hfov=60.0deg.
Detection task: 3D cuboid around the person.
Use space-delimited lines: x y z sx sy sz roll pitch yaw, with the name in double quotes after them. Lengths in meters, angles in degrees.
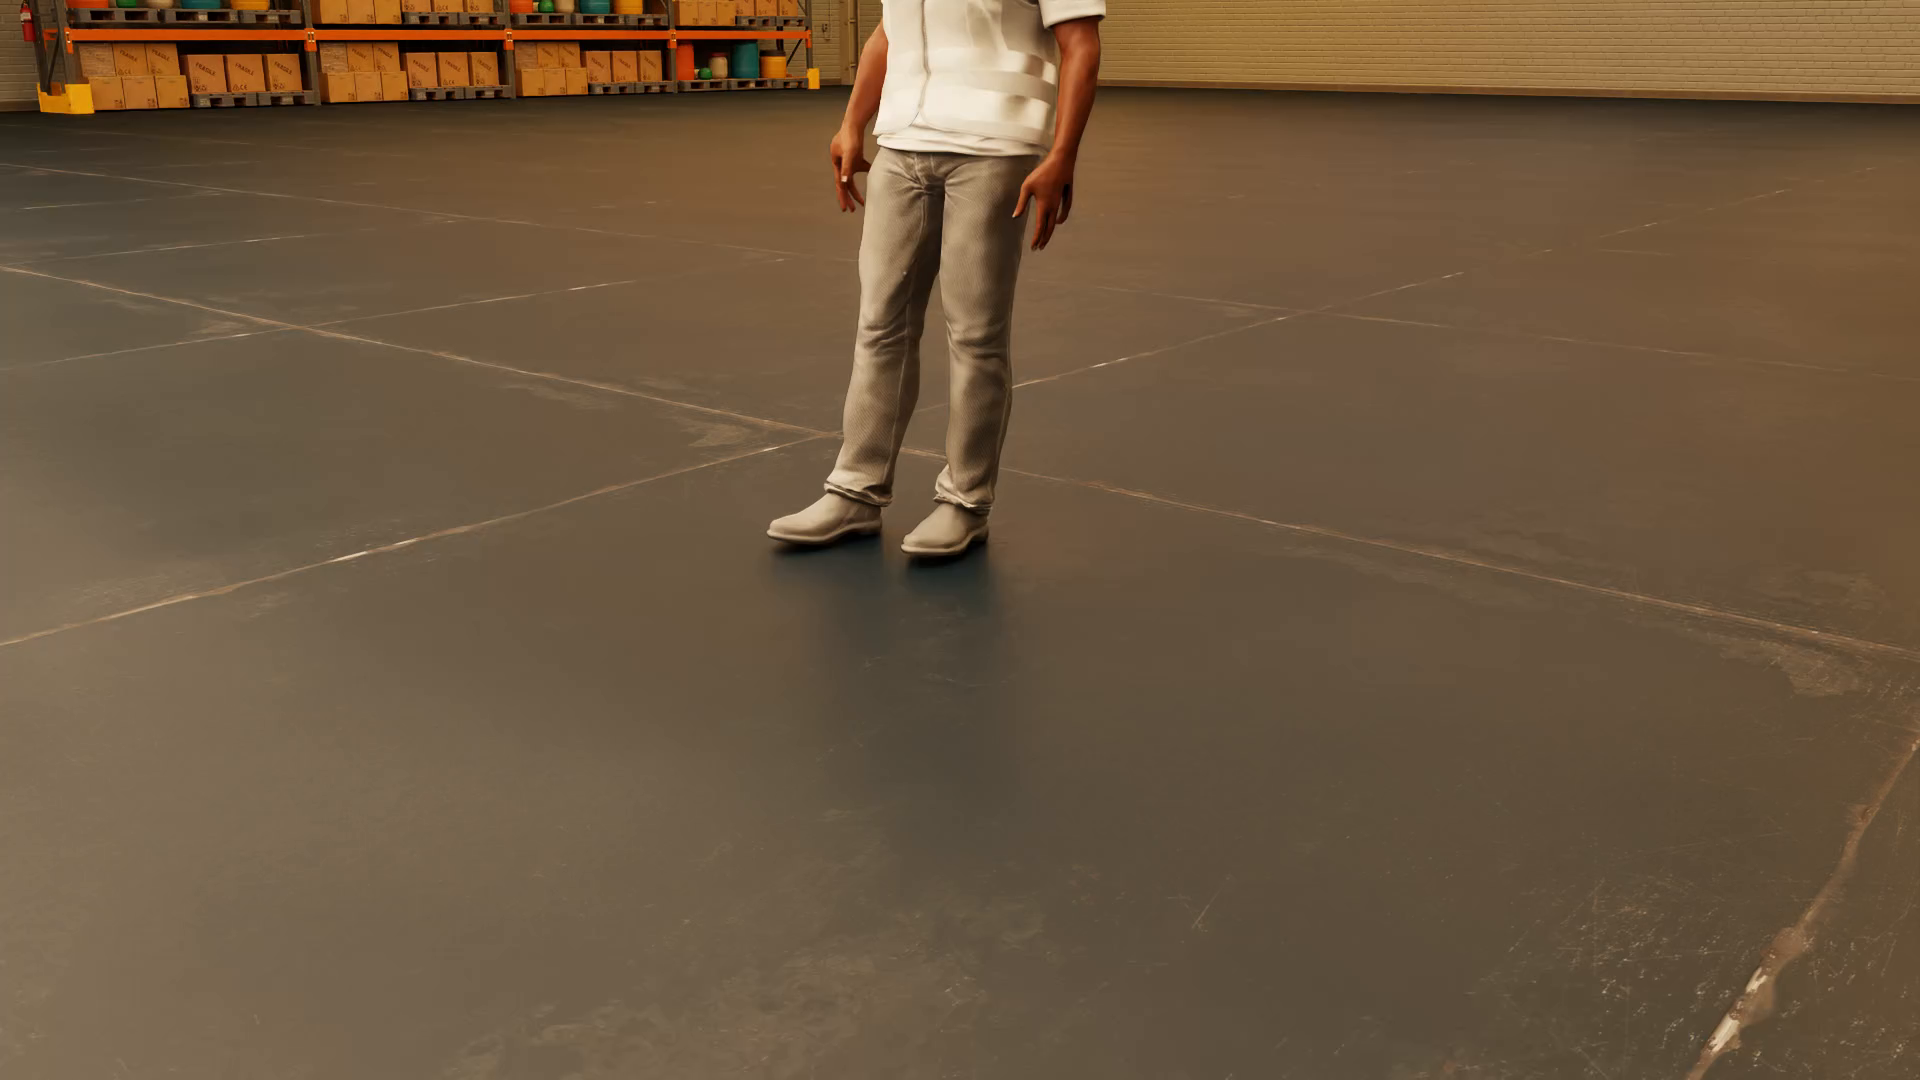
-0.049 -0.837 3.635 0.665 1.768 0.575 13 21 37 "person"
